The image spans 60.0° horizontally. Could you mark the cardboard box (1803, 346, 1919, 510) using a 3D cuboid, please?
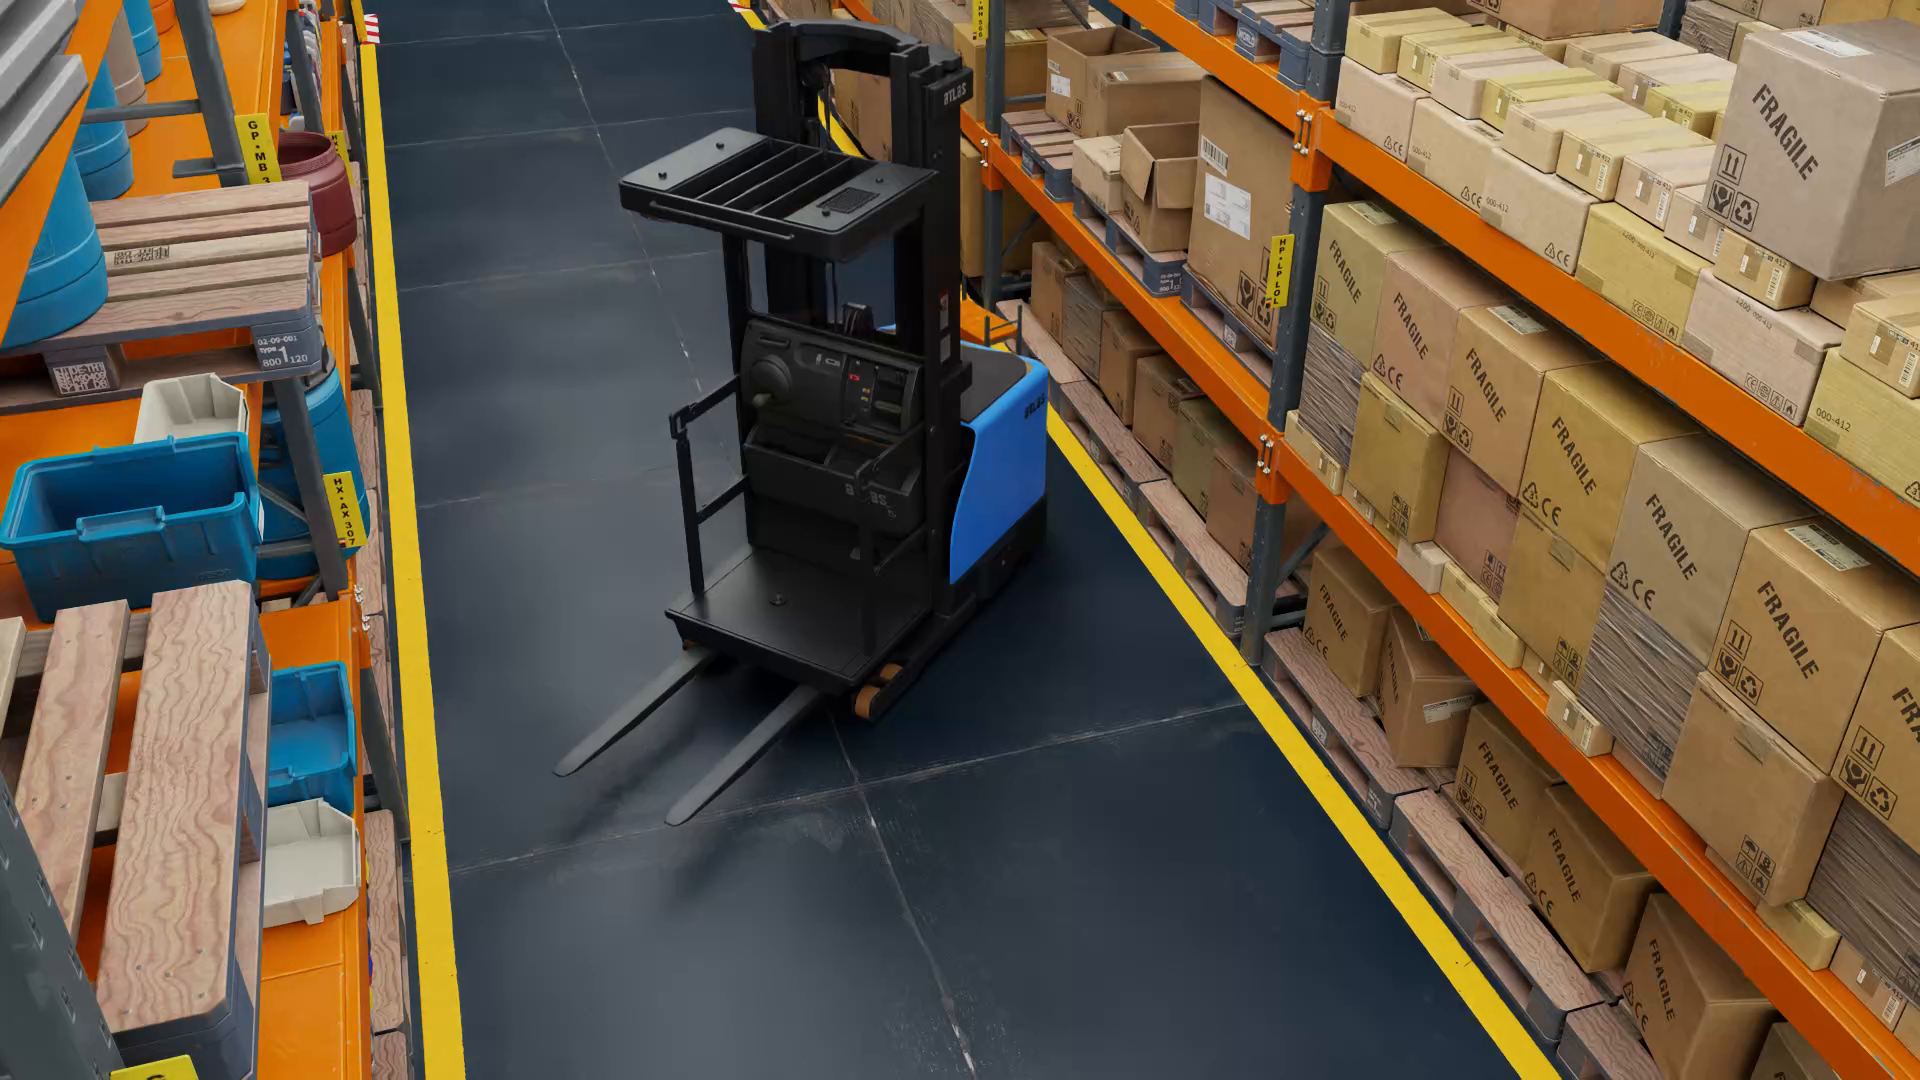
[{"bbox_3d":[2.550,-0.303,4.222,0.500,0.250,0.500,-10,35,-14],"label":"cardboard box"}]

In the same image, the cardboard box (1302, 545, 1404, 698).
[{"bbox_3d":[1.958,0.342,7.717,0.500,0.500,0.500,-11,35,-16],"label":"cardboard box"}]

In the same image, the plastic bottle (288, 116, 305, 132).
[{"bbox_3d":[-4.028,-2.482,10.217,0.152,0.276,0.135,-10,35,-15],"label":"plastic bottle"}]

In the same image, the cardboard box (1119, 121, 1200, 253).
[{"bbox_3d":[1.257,-1.855,8.681,0.797,0.503,0.637,-7,34,-10],"label":"cardboard box"}]

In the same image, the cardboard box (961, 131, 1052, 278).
[{"bbox_3d":[0.463,-2.497,11.673,1.225,0.875,0.875,-12,35,-17],"label":"cardboard box"}]

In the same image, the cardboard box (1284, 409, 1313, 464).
[{"bbox_3d":[1.653,-0.474,7.294,0.380,0.149,0.250,-10,35,-15],"label":"cardboard box"}]

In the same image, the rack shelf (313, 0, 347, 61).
[{"bbox_3d":[-5.893,-4.859,14.355,1.077,0.370,4.000,-10,35,-15],"label":"rack shelf"}]

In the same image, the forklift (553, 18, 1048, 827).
[{"bbox_3d":[-0.707,-0.667,7.421,1.130,2.935,3.031,18,37,25],"label":"forklift"}]

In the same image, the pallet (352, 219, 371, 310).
[{"bbox_3d":[-4.712,-1.892,11.742,1.003,0.211,1.213,-10,35,-15],"label":"pallet"}]

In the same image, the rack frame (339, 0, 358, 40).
[{"bbox_3d":[-6.503,-6.210,15.746,1.000,3.000,0.127,-10,35,-15],"label":"rack frame"}]

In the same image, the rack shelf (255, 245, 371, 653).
[{"bbox_3d":[-3.453,-0.659,7.999,1.077,0.370,4.000,-10,35,-15],"label":"rack shelf"}]

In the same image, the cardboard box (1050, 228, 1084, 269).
[{"bbox_3d":[0.887,-1.949,10.486,0.500,0.250,0.500,-9,34,-13],"label":"cardboard box"}]

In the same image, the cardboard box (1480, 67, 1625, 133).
[{"bbox_3d":[2.004,-1.479,5.640,0.380,0.149,0.250,-9,35,-13],"label":"cardboard box"}]

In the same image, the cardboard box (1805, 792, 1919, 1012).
[{"bbox_3d":[2.953,0.899,4.628,0.875,0.500,0.500,-10,35,-15],"label":"cardboard box"}]

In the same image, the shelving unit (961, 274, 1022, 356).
[{"bbox_3d":[0.081,-0.806,9.201,0.258,1.200,0.503,-23,40,-30],"label":"shelving unit"}]

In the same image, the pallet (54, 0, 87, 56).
[{"bbox_3d":[-2.189,-1.097,3.101,1.003,0.211,1.213,-10,35,-15],"label":"pallet"}]

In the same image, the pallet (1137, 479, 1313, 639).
[{"bbox_3d":[1.635,0.013,8.859,1.003,0.211,1.213,-10,35,-15],"label":"pallet"}]

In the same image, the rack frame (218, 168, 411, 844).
[{"bbox_3d":[-2.843,0.091,6.211,1.000,3.000,0.127,-10,35,-15],"label":"rack frame"}]

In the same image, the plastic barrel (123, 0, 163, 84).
[{"bbox_3d":[-3.604,-2.287,6.634,0.600,0.901,0.708,-10,35,-15],"label":"plastic barrel"}]

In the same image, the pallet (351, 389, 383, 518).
[{"bbox_3d":[-3.864,-0.433,9.533,1.003,0.211,1.213,-10,35,-15],"label":"pallet"}]

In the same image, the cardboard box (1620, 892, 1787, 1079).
[{"bbox_3d":[2.705,1.587,5.833,0.500,0.500,0.500,-1,33,-2],"label":"cardboard box"}]

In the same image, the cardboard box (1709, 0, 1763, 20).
[{"bbox_3d":[5.536,-3.845,11.169,0.700,0.500,0.500,-10,35,-15],"label":"cardboard box"}]

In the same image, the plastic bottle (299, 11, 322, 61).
[{"bbox_3d":[-4.635,-3.564,11.787,0.144,0.351,0.185,-10,35,-15],"label":"plastic bottle"}]

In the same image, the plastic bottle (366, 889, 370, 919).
[{"bbox_3d":[-2.372,1.302,6.382,0.144,0.351,0.185,-11,35,-16],"label":"plastic bottle"}]

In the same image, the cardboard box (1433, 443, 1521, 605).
[{"bbox_3d":[2.320,-0.147,6.211,0.875,0.500,0.500,-10,35,-15],"label":"cardboard box"}]

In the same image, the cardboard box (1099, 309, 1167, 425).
[{"bbox_3d":[1.238,-1.049,9.804,0.700,0.500,0.500,-7,34,-11],"label":"cardboard box"}]

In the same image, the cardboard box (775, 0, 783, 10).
[{"bbox_3d":[-1.515,-6.009,16.988,0.875,0.875,0.875,-10,35,-15],"label":"cardboard box"}]

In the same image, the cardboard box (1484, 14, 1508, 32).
[{"bbox_3d":[2.248,-1.975,6.391,0.380,0.149,0.250,-9,35,-13],"label":"cardboard box"}]

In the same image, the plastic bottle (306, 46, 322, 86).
[{"bbox_3d":[-4.478,-3.256,11.389,0.152,0.276,0.135,-10,35,-15],"label":"plastic bottle"}]

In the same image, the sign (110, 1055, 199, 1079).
[{"bbox_3d":[-1.097,0.846,2.340,0.100,0.325,0.005,-10,35,-15],"label":"sign"}]

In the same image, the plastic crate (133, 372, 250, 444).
[{"bbox_3d":[-1.968,-0.276,4.285,0.243,0.136,0.396,-10,35,-15],"label":"plastic crate"}]

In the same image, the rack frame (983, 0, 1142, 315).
[{"bbox_3d":[0.654,-2.842,10.650,1.000,3.000,0.127,-10,35,-15],"label":"rack frame"}]

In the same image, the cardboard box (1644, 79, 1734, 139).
[{"bbox_3d":[2.519,-1.414,5.542,0.380,0.149,0.250,-9,34,-13],"label":"cardboard box"}]

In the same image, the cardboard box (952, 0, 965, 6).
[{"bbox_3d":[0.250,-4.032,11.449,0.797,0.503,0.637,-9,35,-14],"label":"cardboard box"}]

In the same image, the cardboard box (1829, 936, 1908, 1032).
[{"bbox_3d":[2.735,1.217,4.735,0.380,0.149,0.250,-10,35,-15],"label":"cardboard box"}]

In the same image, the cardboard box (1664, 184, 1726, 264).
[{"bbox_3d":[2.283,-0.927,4.804,0.380,0.149,0.250,-12,35,-17],"label":"cardboard box"}]

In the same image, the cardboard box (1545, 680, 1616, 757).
[{"bbox_3d":[2.253,0.578,5.702,0.380,0.149,0.250,-10,35,-15],"label":"cardboard box"}]

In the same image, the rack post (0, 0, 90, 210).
[{"bbox_3d":[-1.732,-0.522,2.150,0.937,0.300,0.954,-6,34,-10],"label":"rack post"}]

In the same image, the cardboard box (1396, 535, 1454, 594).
[{"bbox_3d":[1.942,0.054,6.495,0.380,0.149,0.250,-10,35,-15],"label":"cardboard box"}]

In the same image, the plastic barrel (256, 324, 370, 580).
[{"bbox_3d":[-2.672,-0.372,6.457,0.600,0.901,0.708,-10,35,-15],"label":"plastic barrel"}]

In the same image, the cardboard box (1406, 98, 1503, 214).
[{"bbox_3d":[1.934,-1.375,5.844,0.500,0.250,0.500,-10,35,-15],"label":"cardboard box"}]

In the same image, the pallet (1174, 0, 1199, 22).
[{"bbox_3d":[1.468,-2.801,8.037,1.213,0.211,1.003,-10,35,-15],"label":"pallet"}]

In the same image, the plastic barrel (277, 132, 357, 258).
[{"bbox_3d":[-3.633,-1.873,9.060,0.600,0.536,0.708,-10,35,-15],"label":"plastic barrel"}]

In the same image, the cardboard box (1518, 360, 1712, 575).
[{"bbox_3d":[2.238,-0.261,5.475,0.500,0.500,0.500,-10,35,-15],"label":"cardboard box"}]

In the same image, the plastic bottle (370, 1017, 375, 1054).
[{"bbox_3d":[-2.169,1.690,5.863,0.152,0.276,0.135,-9,35,-14],"label":"plastic bottle"}]

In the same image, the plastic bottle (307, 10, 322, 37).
[{"bbox_3d":[-4.794,-3.818,12.306,0.097,0.201,0.097,0,33,0],"label":"plastic bottle"}]

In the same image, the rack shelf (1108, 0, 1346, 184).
[{"bbox_3d":[1.264,-2.743,8.432,1.077,0.370,4.000,-10,35,-15],"label":"rack shelf"}]

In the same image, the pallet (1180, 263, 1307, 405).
[{"bbox_3d":[1.779,-1.088,8.169,1.003,0.211,1.213,-10,35,-15],"label":"pallet"}]

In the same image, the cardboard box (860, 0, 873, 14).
[{"bbox_3d":[-0.510,-4.437,12.972,0.500,0.500,0.500,-10,35,-15],"label":"cardboard box"}]

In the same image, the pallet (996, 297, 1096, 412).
[{"bbox_3d":[0.891,-1.268,10.797,1.003,0.211,1.213,-10,35,-15],"label":"pallet"}]

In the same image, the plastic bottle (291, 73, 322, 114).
[{"bbox_3d":[-4.310,-2.967,10.952,0.152,0.276,0.135,-10,35,-15],"label":"plastic bottle"}]

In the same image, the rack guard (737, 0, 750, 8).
[{"bbox_3d":[-1.794,-6.012,17.714,1.175,0.500,0.348,-10,35,-15],"label":"rack guard"}]

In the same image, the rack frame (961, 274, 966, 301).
[{"bbox_3d":[-0.066,-0.913,9.363,0.240,1.200,0.015,-23,40,-30],"label":"rack frame"}]

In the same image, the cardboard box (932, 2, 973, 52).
[{"bbox_3d":[0.121,-3.364,11.349,0.500,0.500,0.500,-10,35,-15],"label":"cardboard box"}]
